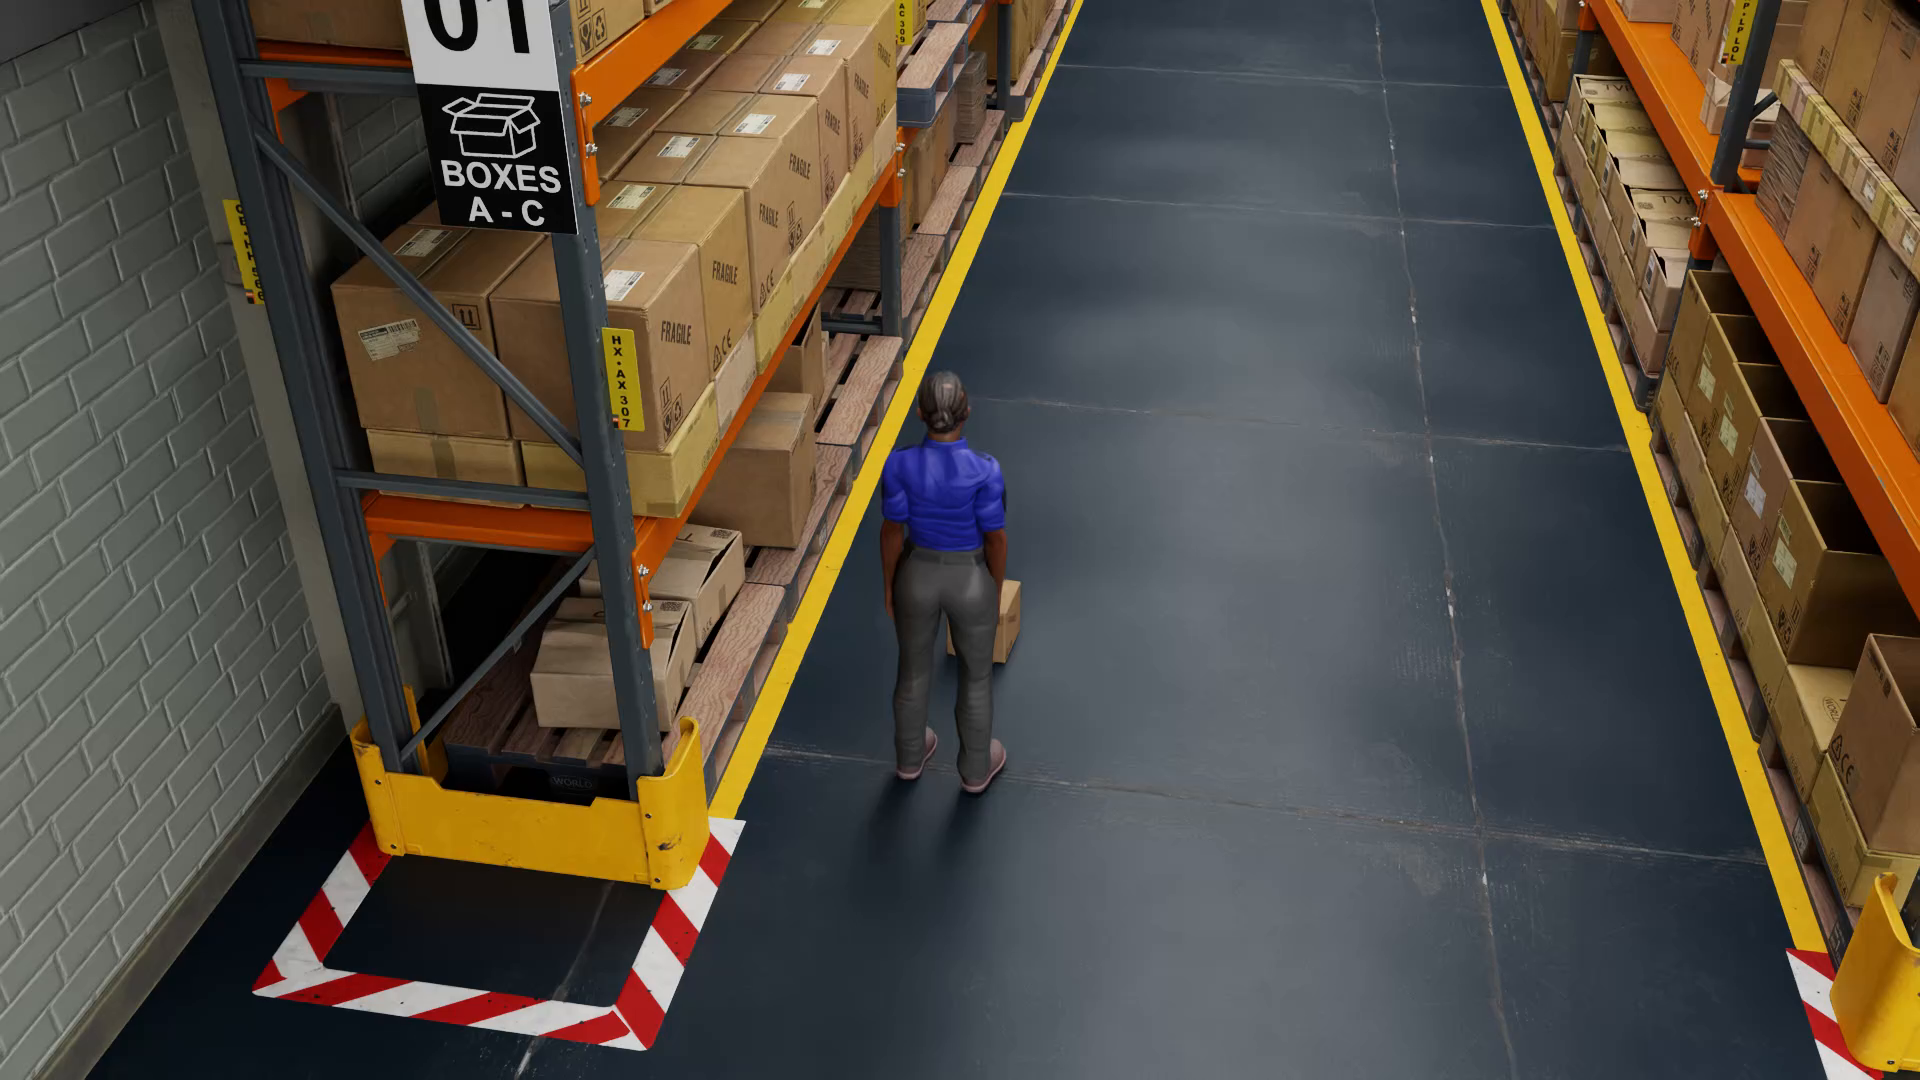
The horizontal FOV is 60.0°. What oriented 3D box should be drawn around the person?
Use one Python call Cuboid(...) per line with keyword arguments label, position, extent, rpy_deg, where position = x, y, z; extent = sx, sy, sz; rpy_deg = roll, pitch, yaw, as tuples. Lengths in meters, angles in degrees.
Cuboid(label="person", position=(-0.051, 0.159, 5.885), extent=(0.445, 1.660, 0.329), rpy_deg=(5, 33, 8))
